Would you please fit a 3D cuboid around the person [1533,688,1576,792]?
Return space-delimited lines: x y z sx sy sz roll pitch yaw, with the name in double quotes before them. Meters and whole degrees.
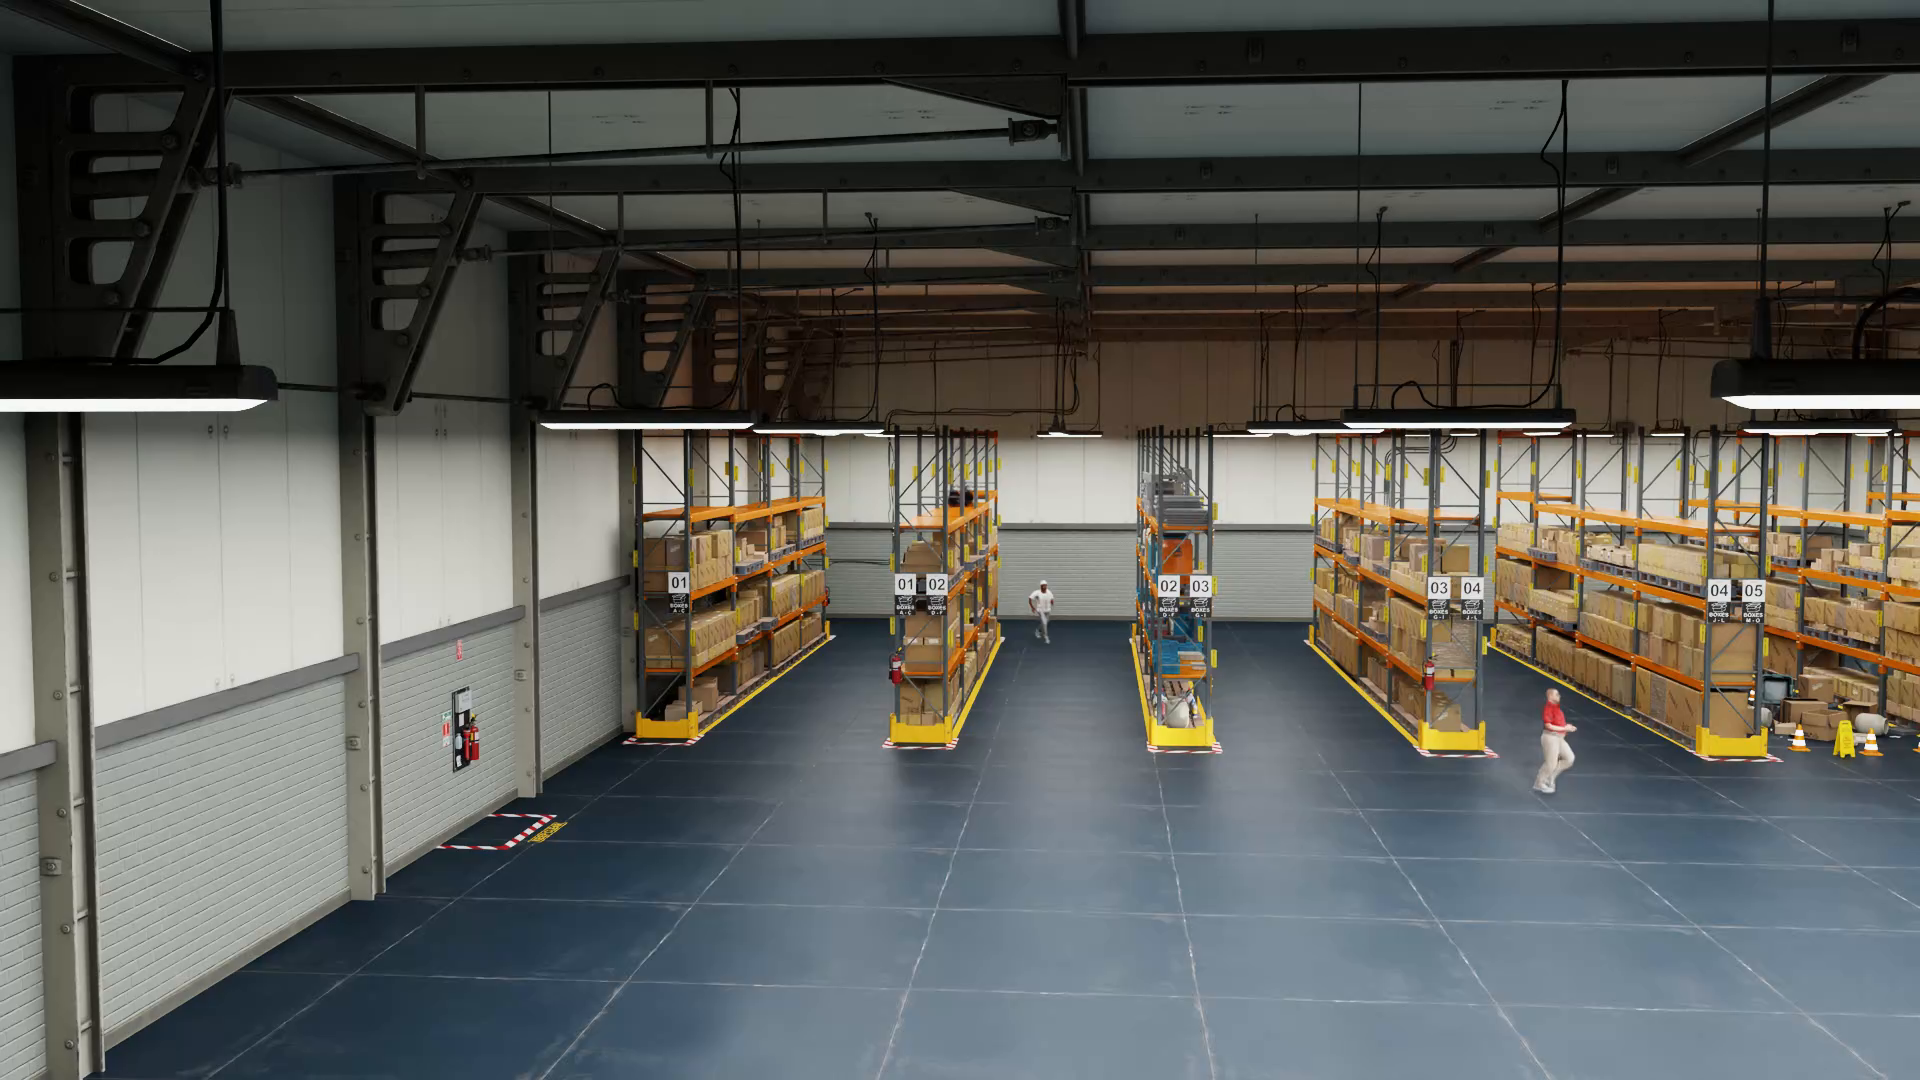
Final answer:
"person" 9.644 3.247 26.906 0.655 1.697 0.646 3 4 38

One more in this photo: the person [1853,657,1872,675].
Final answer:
"person" 21.544 2.480 39.578 0.704 1.721 0.555 0 3 5

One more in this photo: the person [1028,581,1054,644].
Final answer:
"person" 2.356 2.020 47.066 0.741 1.759 0.921 -2 4 -29

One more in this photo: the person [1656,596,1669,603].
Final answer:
"person" 19.968 2.060 47.239 0.837 1.644 0.659 1 4 19
